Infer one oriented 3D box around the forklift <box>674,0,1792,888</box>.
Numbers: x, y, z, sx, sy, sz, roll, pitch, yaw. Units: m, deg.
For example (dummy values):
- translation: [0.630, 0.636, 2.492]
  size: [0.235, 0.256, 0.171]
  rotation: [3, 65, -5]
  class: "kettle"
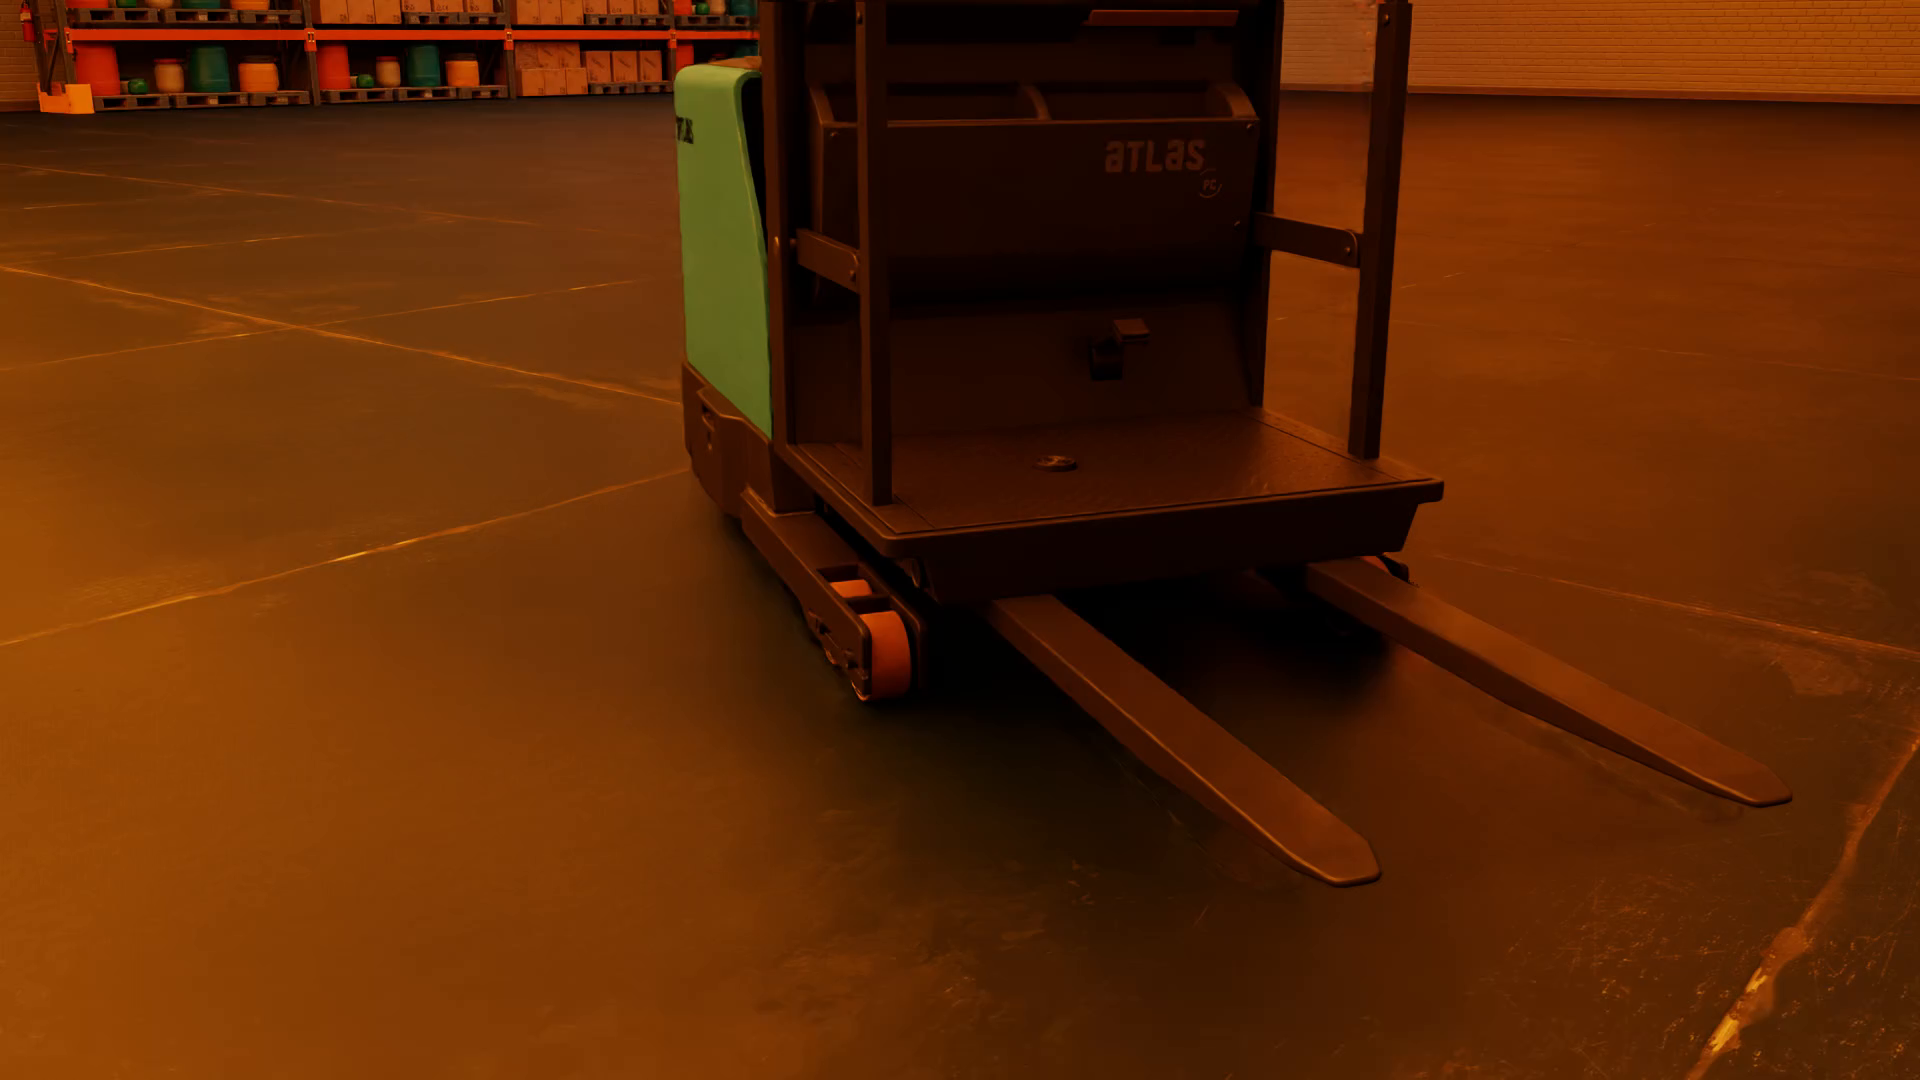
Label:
- translation: [0.229, -1.245, 2.997]
  size: [1.130, 2.935, 3.031]
  rotation: [-6, 18, -19]
  class: "forklift"
